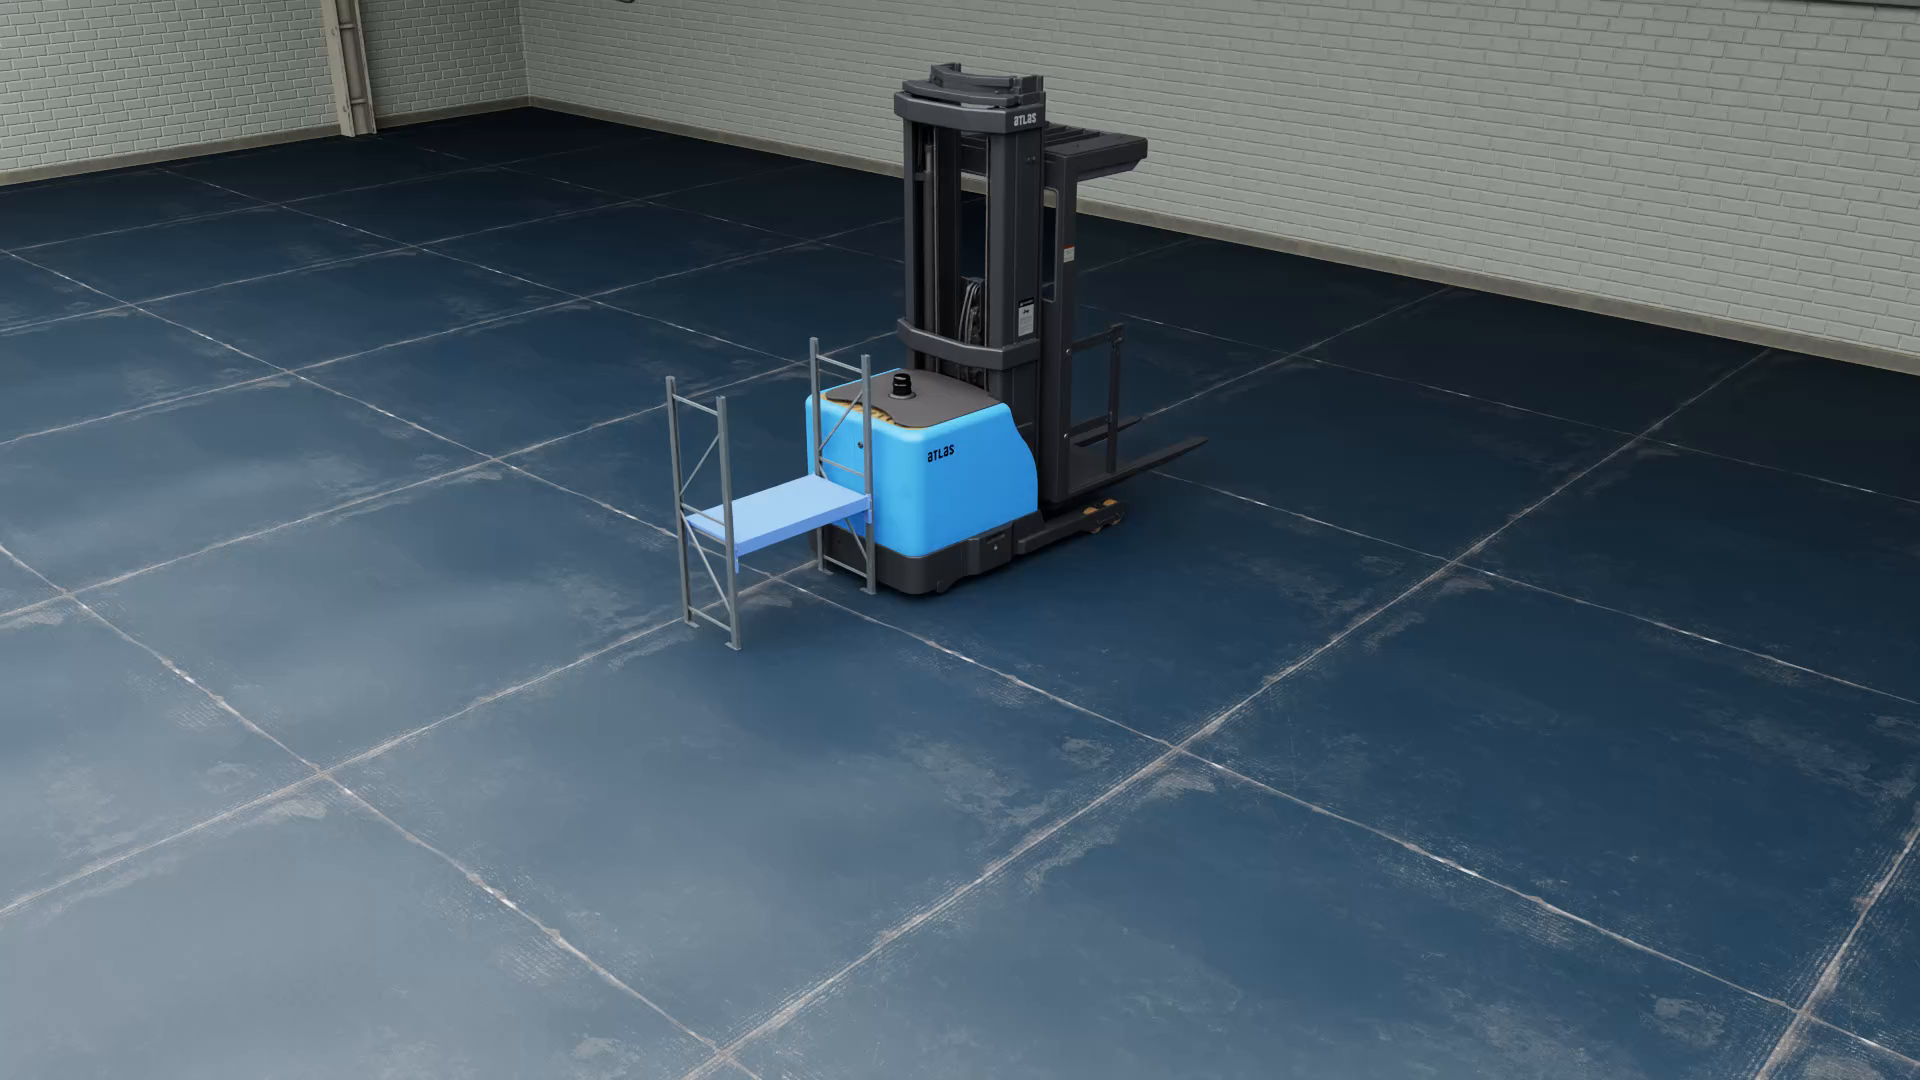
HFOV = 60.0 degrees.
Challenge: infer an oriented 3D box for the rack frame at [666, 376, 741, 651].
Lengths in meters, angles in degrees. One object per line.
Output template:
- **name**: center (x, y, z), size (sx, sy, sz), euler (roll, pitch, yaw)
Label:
- **rack frame**: center (-1.420, -0.136, 9.219), size (0.032, 1.500, 0.500), euler (-22, 32, -40)

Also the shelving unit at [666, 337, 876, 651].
- **shelving unit**: center (-1.056, -0.281, 9.544), size (1.048, 1.500, 0.538), euler (-22, 32, -40)

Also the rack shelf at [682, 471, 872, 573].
- **rack shelf**: center (-1.056, -0.117, 9.617), size (1.000, 0.185, 0.538), euler (-22, 32, -40)

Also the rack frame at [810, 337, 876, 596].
- **rack frame**: center (-0.693, -0.427, 9.868), size (0.032, 1.500, 0.500), euler (-22, 32, -40)

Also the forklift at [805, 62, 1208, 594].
- **forklift**: center (0.451, -1.518, 10.553), size (3.031, 2.935, 1.130), euler (-22, 32, -40)

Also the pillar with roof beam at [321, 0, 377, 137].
- **pillar with roof beam**: center (-5.339, -8.708, 19.172), size (9.100, 9.000, 0.400), euler (20, 31, 38)
